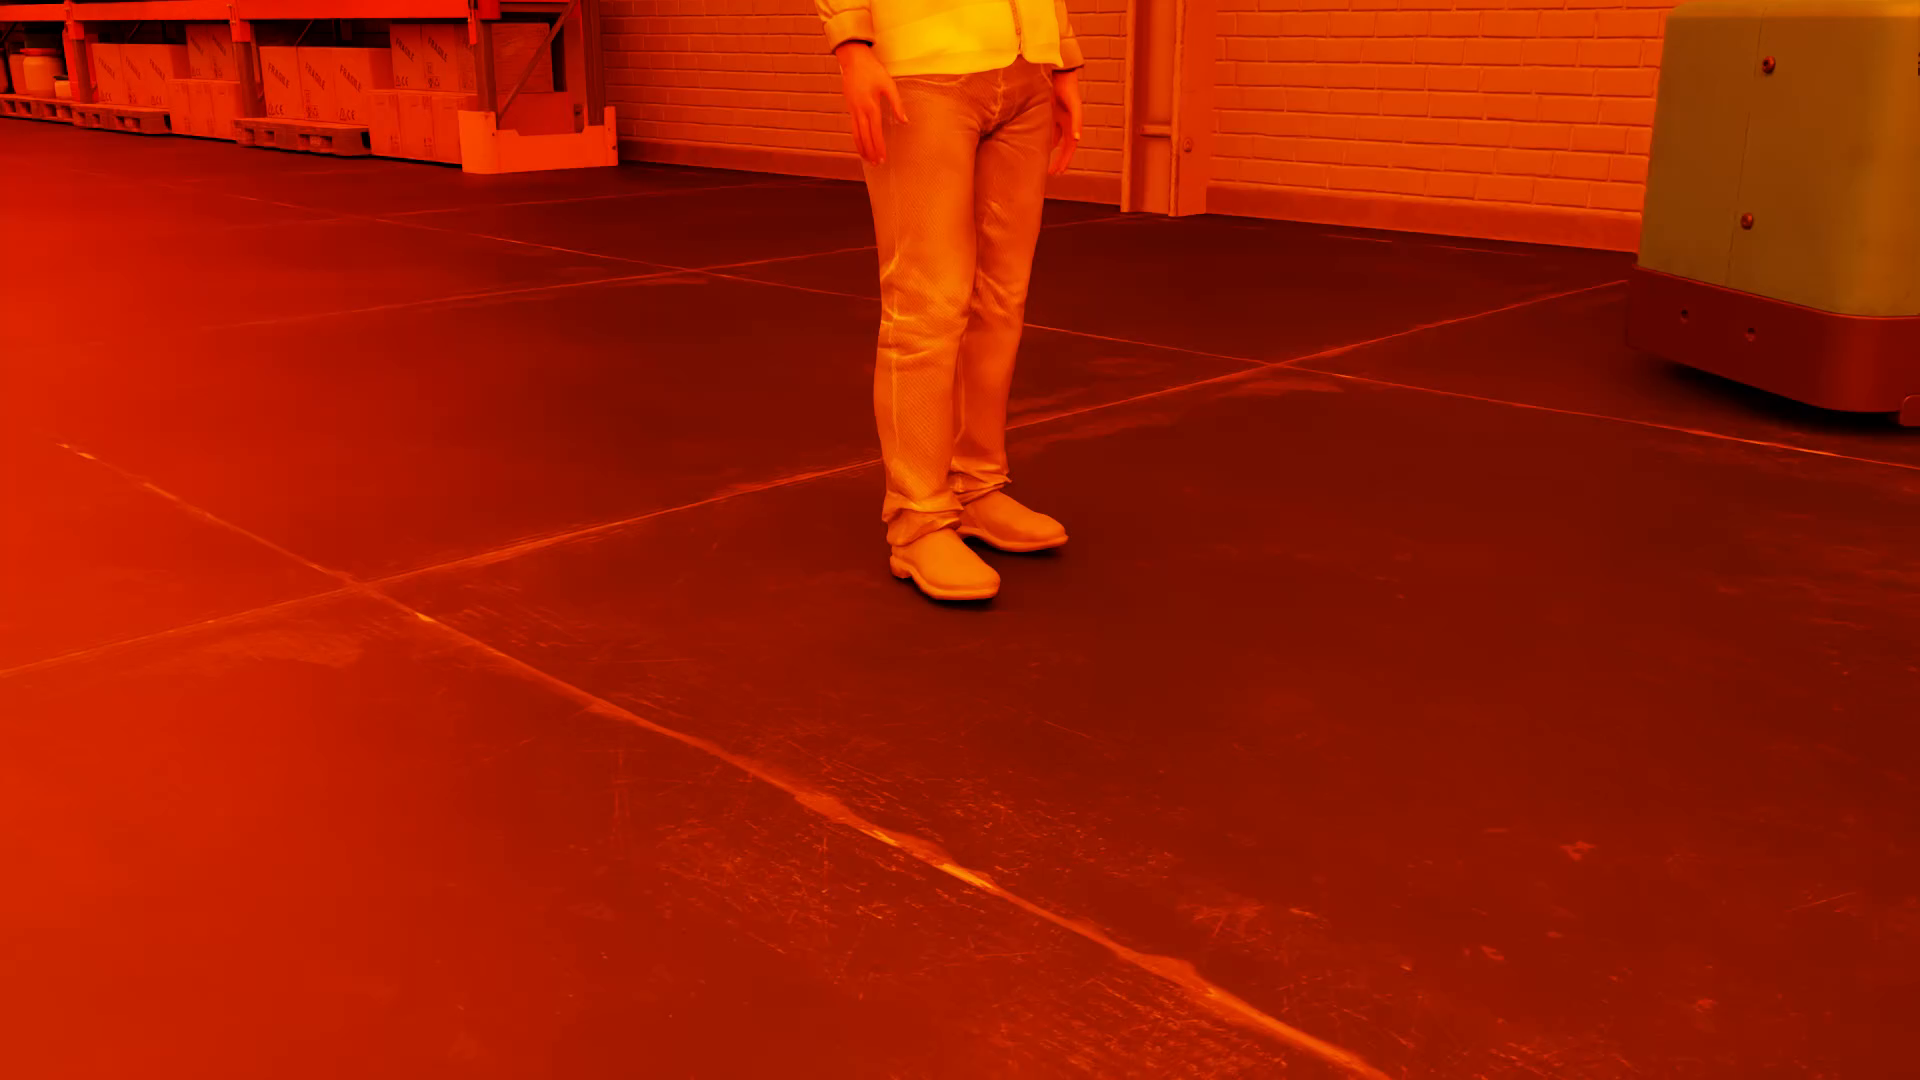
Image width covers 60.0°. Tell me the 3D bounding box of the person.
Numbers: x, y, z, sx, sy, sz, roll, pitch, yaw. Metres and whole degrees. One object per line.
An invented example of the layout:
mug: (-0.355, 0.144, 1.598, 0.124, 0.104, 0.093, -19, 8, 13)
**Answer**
person: (0.038, -0.840, 3.084, 0.568, 1.773, 0.632, 16, 23, 42)

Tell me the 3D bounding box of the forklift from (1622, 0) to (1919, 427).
forklift: (3.595, -1.880, 4.518, 3.031, 2.935, 1.130, -3, 17, -10)
